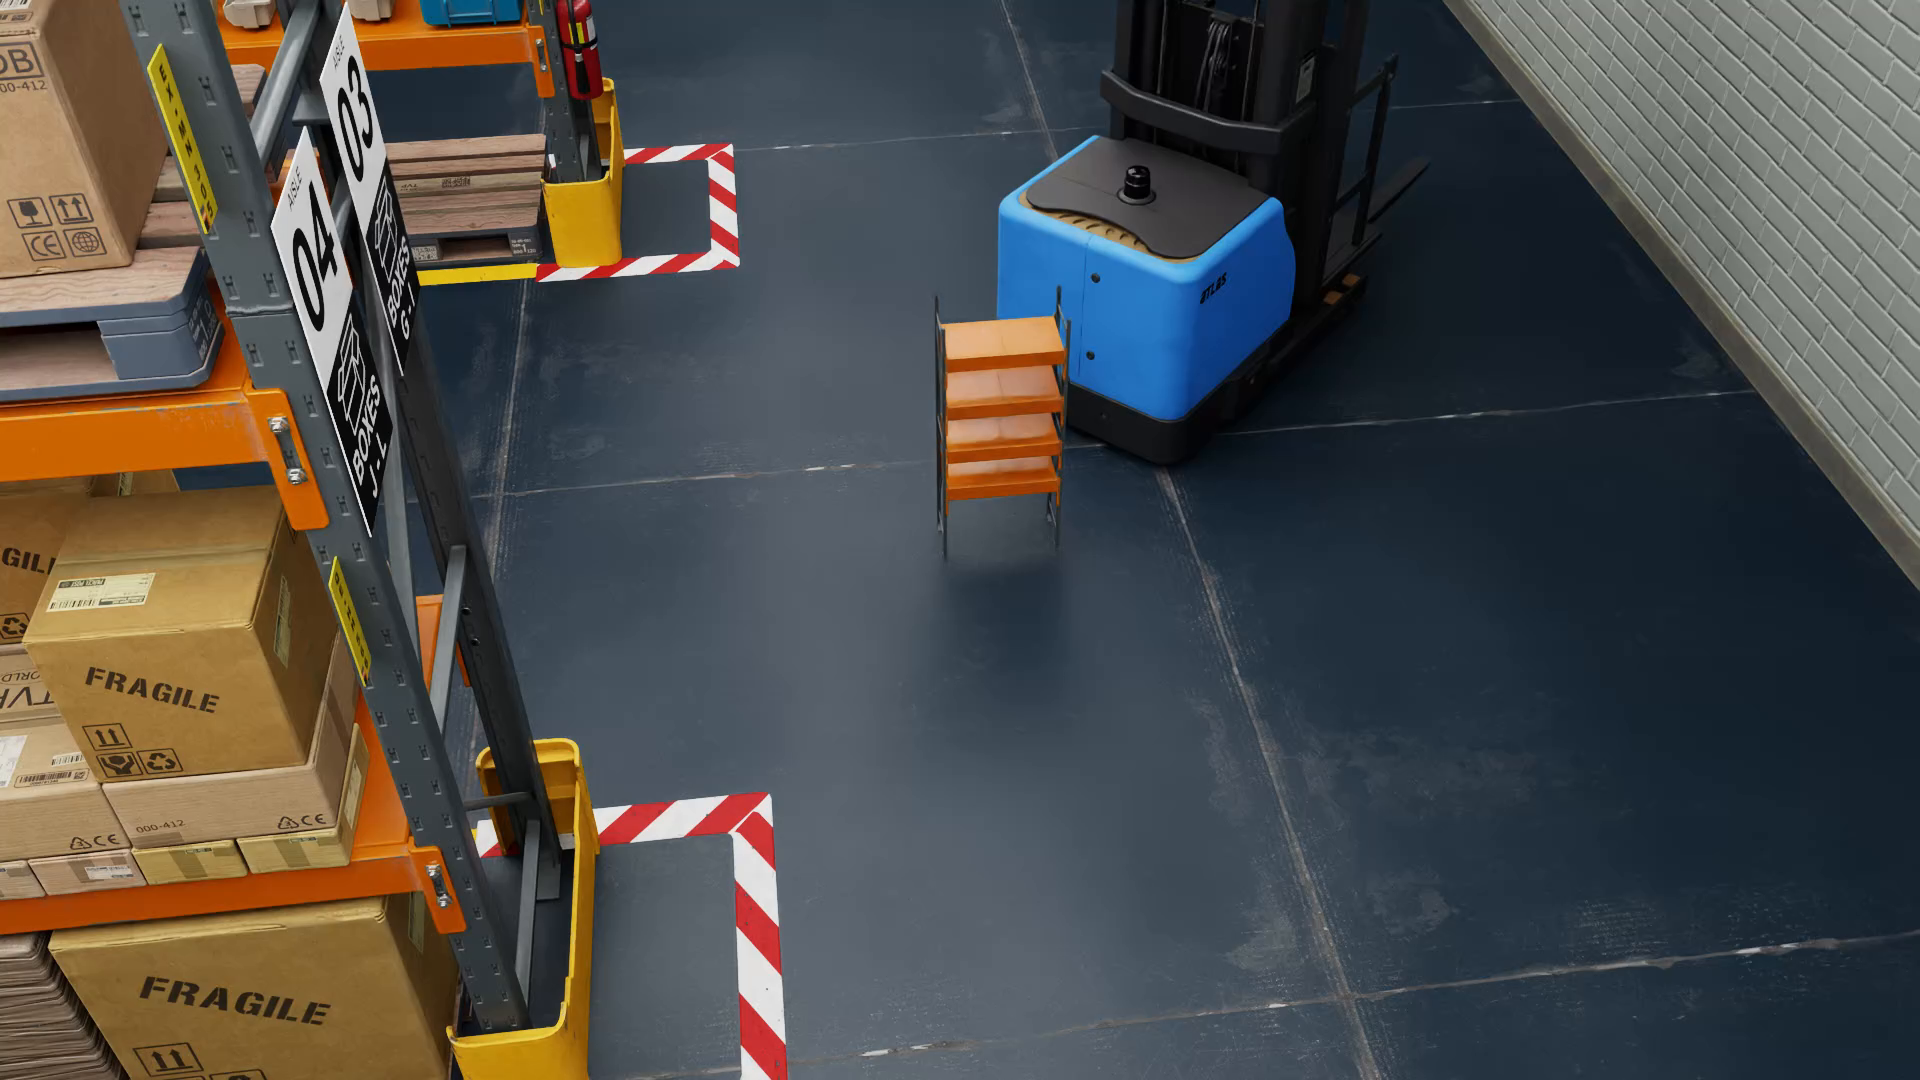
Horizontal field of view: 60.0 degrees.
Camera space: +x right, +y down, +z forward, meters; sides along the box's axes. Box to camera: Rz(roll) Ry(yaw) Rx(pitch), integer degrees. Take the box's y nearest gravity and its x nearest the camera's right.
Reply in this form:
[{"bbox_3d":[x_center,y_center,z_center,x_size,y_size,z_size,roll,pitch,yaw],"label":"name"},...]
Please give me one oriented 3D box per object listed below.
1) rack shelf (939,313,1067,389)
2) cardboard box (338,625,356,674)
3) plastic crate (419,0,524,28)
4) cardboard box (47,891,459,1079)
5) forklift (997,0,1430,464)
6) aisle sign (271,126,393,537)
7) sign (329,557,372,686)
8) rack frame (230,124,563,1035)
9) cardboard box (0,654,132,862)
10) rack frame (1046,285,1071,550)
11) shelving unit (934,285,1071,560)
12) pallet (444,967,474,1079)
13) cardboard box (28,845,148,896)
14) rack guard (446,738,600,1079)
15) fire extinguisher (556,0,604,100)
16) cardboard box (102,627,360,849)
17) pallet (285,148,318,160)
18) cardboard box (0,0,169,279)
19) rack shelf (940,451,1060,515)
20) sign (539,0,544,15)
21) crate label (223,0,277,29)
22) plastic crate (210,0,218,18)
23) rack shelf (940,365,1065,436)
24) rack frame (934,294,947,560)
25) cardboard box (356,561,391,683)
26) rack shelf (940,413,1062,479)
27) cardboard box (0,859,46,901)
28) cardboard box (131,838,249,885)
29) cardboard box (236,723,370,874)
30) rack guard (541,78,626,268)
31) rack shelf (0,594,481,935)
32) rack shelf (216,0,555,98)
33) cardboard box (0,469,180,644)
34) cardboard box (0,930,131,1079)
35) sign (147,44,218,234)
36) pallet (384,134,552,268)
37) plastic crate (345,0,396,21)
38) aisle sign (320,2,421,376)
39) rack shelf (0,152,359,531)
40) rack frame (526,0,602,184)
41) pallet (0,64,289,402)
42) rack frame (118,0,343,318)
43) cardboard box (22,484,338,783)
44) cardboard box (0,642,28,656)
[{"bbox_3d":[0.164,-0.752,6.601,0.480,0.148,0.258,-5,42,-6],"label":"rack shelf"},{"bbox_3d":[-1.946,0.150,4.734,0.500,0.250,0.500,-6,42,-7],"label":"cardboard box"},{"bbox_3d":[-2.385,-2.829,8.076,0.499,0.435,0.616,-5,42,-6],"label":"plastic crate"},{"bbox_3d":[-2.059,1.084,5.081,0.875,0.875,0.875,-5,42,-6],"label":"cardboard box"},{"bbox_3d":[1.443,-2.370,7.689,1.130,2.935,3.031,27,48,27],"label":"forklift"},{"bbox_3d":[-1.324,-0.430,3.546,0.004,0.787,0.394,-5,42,-6],"label":"aisle sign"},{"bbox_3d":[-1.378,0.186,3.763,0.005,0.325,0.100,-5,42,-6],"label":"sign"},{"bbox_3d":[-1.435,0.342,4.631,0.127,3.000,1.000,-5,42,-6],"label":"rack frame"},{"bbox_3d":[-2.384,0.549,4.291,0.500,0.250,0.500,-6,42,-6],"label":"cardboard box"},{"bbox_3d":[0.406,-0.481,6.888,0.015,1.200,0.240,-5,42,-6],"label":"rack frame"},{"bbox_3d":[0.164,-0.460,6.864,0.503,1.200,0.258,-5,42,-6],"label":"shelving unit"},{"bbox_3d":[-2.217,1.499,5.430,1.213,0.211,1.003,-5,42,-6],"label":"pallet"},{"bbox_3d":[-2.253,0.730,4.389,0.250,0.149,0.380,-5,42,-5],"label":"cardboard box"},{"bbox_3d":[-1.411,1.268,5.470,0.348,0.500,1.175,-5,42,-6],"label":"rack guard"},{"bbox_3d":[-1.868,-2.491,8.109,0.183,0.674,0.296,-5,42,-6],"label":"fire extinguisher"},{"bbox_3d":[-1.881,0.506,4.340,0.500,0.250,0.500,-6,42,-6],"label":"cardboard box"},{"bbox_3d":[-4.107,-1.762,9.046,1.213,0.211,1.003,-5,42,-6],"label":"pallet"},{"bbox_3d":[-1.943,-0.921,3.329,0.500,0.500,0.700,-7,43,-8],"label":"cardboard box"},{"bbox_3d":[0.164,-0.263,7.042,0.480,0.148,0.258,-5,42,-6],"label":"rack shelf"},{"bbox_3d":[-1.989,-2.644,7.820,0.005,0.325,0.100,-5,42,-6],"label":"sign"},{"bbox_3d":[-3.424,-2.624,8.072,0.243,0.136,0.396,-5,42,-6],"label":"crate label"},{"bbox_3d":[-3.715,-2.586,8.030,0.250,0.136,0.298,-5,42,-6],"label":"plastic crate"},{"bbox_3d":[0.164,-0.576,6.759,0.480,0.148,0.258,-5,42,-6],"label":"rack shelf"},{"bbox_3d":[-0.078,-0.439,6.841,0.015,1.200,0.240,-5,42,-6],"label":"rack frame"},{"bbox_3d":[-1.829,0.247,4.924,0.250,0.149,0.380,-5,42,-5],"label":"cardboard box"},{"bbox_3d":[0.164,-0.410,6.909,0.480,0.148,0.258,-5,42,-6],"label":"rack shelf"},{"bbox_3d":[-2.500,0.751,4.365,0.250,0.149,0.380,-4,42,-5],"label":"cardboard box"},{"bbox_3d":[-2.003,0.709,4.412,0.250,0.149,0.380,-5,42,-5],"label":"cardboard box"},{"bbox_3d":[-1.745,0.685,4.438,0.250,0.149,0.380,-4,42,-5],"label":"cardboard box"},{"bbox_3d":[-2.055,-2.030,9.127,0.348,0.500,1.175,-5,42,-6],"label":"rack guard"},{"bbox_3d":[-3.418,0.783,4.679,4.000,0.370,1.077,-5,42,-6],"label":"rack shelf"},{"bbox_3d":[-4.060,-2.506,8.326,4.000,0.370,1.077,-5,42,-6],"label":"rack shelf"},{"bbox_3d":[-2.441,-0.085,4.435,0.500,0.500,0.500,-6,42,-7],"label":"cardboard box"},{"bbox_3d":[-2.961,1.163,4.994,0.875,0.875,0.875,-5,42,-6],"label":"cardboard box"},{"bbox_3d":[-1.378,-0.709,2.955,0.005,0.325,0.100,-5,42,-6],"label":"sign"},{"bbox_3d":[-2.900,-1.866,9.161,1.213,0.211,1.003,-5,42,-6],"label":"pallet"},{"bbox_3d":[-2.862,-2.680,8.134,0.243,0.136,0.396,-5,42,-6],"label":"plastic crate"},{"bbox_3d":[-1.402,-0.829,3.988,0.004,0.787,0.394,-5,42,-6],"label":"aisle sign"},{"bbox_3d":[-3.418,-0.331,3.675,4.000,0.370,1.077,-5,42,-6],"label":"rack shelf"},{"bbox_3d":[-2.077,-2.947,8.278,0.127,3.000,1.000,-5,42,-6],"label":"rack frame"},{"bbox_3d":[-2.169,-0.667,3.577,1.213,0.211,1.003,-5,42,-6],"label":"pallet"},{"bbox_3d":[-1.435,-1.885,2.622,0.127,3.000,1.000,-5,42,-6],"label":"rack frame"},{"bbox_3d":[-1.884,0.226,4.090,0.500,0.500,0.500,-5,42,-5],"label":"cardboard box"},{"bbox_3d":[-2.460,0.199,4.679,0.500,0.250,0.500,-5,42,-6],"label":"cardboard box"}]
